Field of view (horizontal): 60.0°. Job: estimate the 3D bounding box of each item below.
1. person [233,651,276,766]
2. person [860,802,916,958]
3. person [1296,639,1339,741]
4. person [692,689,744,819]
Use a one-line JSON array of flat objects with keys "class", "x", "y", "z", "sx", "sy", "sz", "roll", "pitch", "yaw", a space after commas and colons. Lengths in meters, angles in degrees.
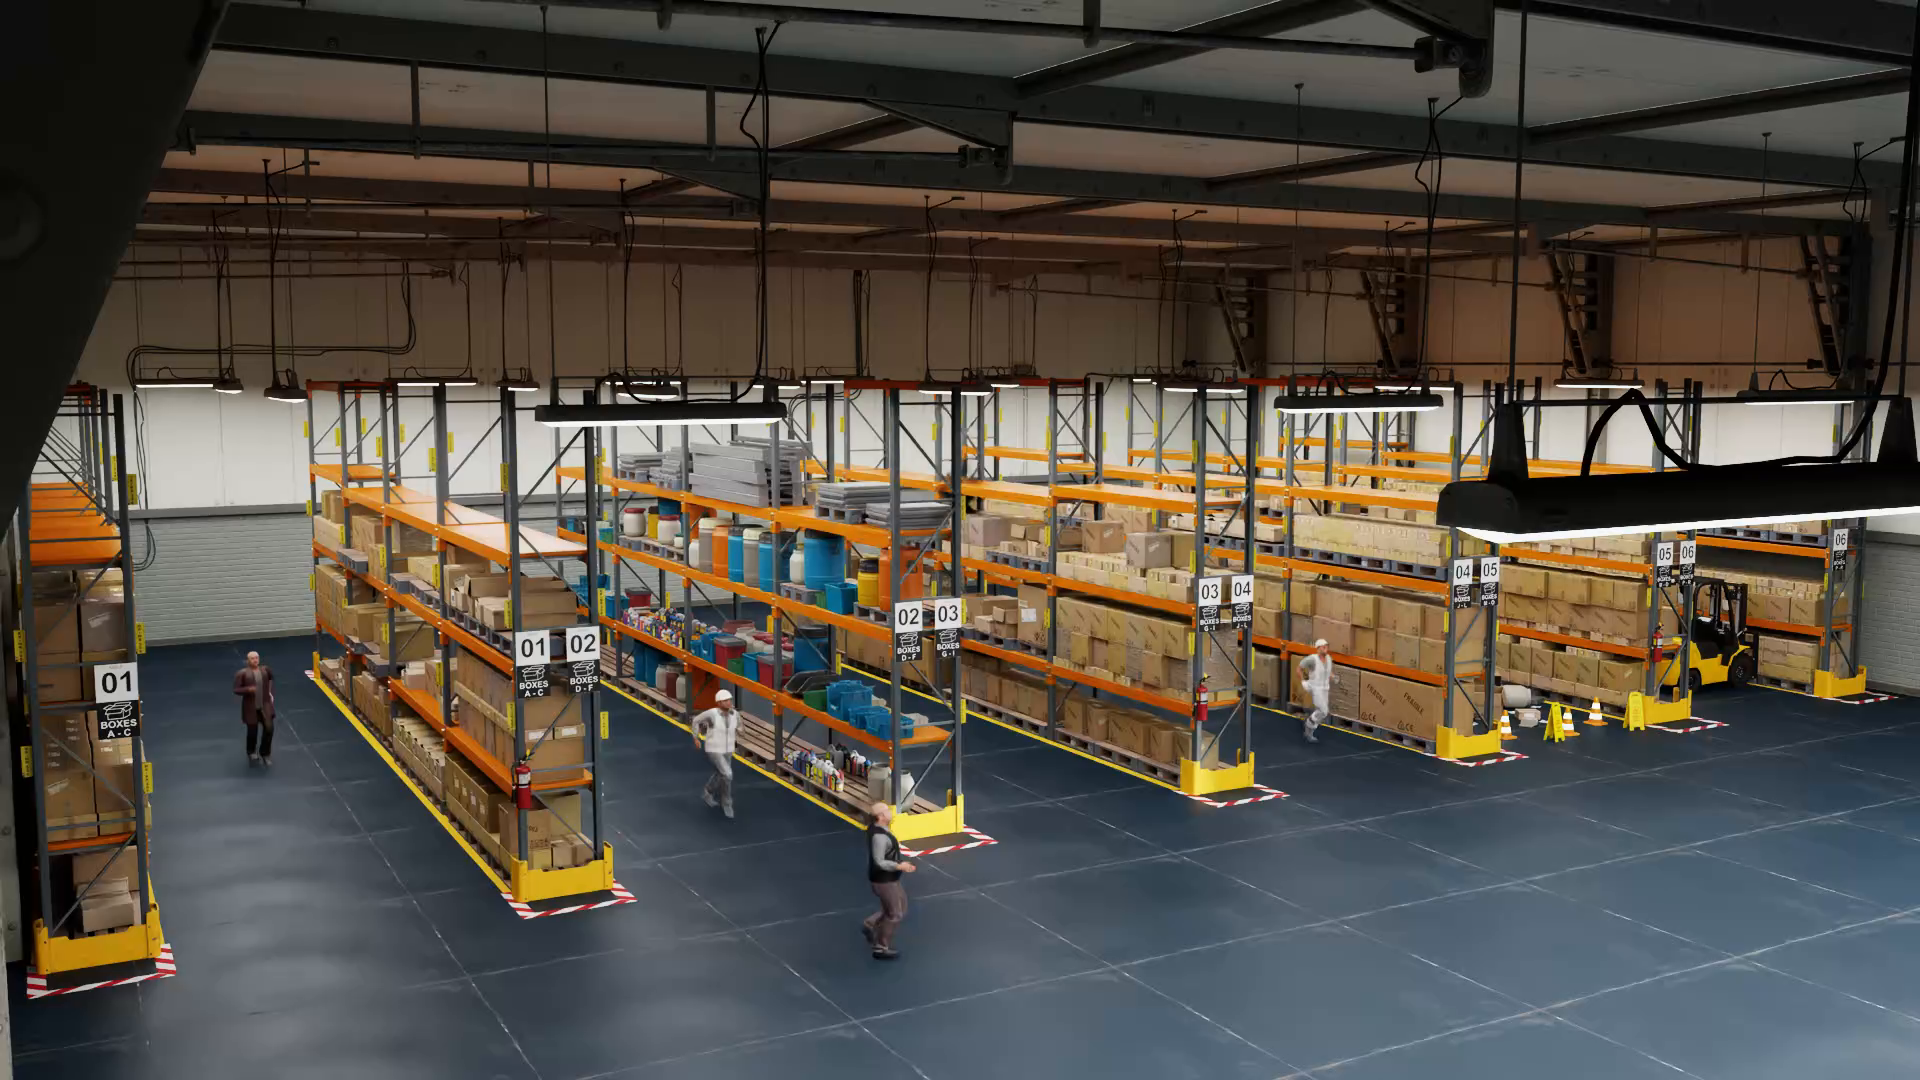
[{"class": "person", "x": -11.088, "y": 2.664, "z": 26.235, "sx": 0.685, "sy": 1.826, "sz": 0.776, "roll": -5, "pitch": 8, "yaw": -38}, {"class": "person", "x": -0.774, "y": 3.613, "z": 17.720, "sx": 0.597, "sy": 1.674, "sz": 0.654, "roll": -1, "pitch": 6, "yaw": -5}, {"class": "person", "x": 6.007, "y": 2.510, "z": 27.723, "sx": 0.654, "sy": 1.736, "sz": 0.619, "roll": -4, "pitch": 7, "yaw": -34}, {"class": "person", "x": -3.381, "y": 2.978, "z": 23.360, "sx": 0.679, "sy": 1.811, "sz": 0.848, "roll": -5, "pitch": 8, "yaw": -42}]
